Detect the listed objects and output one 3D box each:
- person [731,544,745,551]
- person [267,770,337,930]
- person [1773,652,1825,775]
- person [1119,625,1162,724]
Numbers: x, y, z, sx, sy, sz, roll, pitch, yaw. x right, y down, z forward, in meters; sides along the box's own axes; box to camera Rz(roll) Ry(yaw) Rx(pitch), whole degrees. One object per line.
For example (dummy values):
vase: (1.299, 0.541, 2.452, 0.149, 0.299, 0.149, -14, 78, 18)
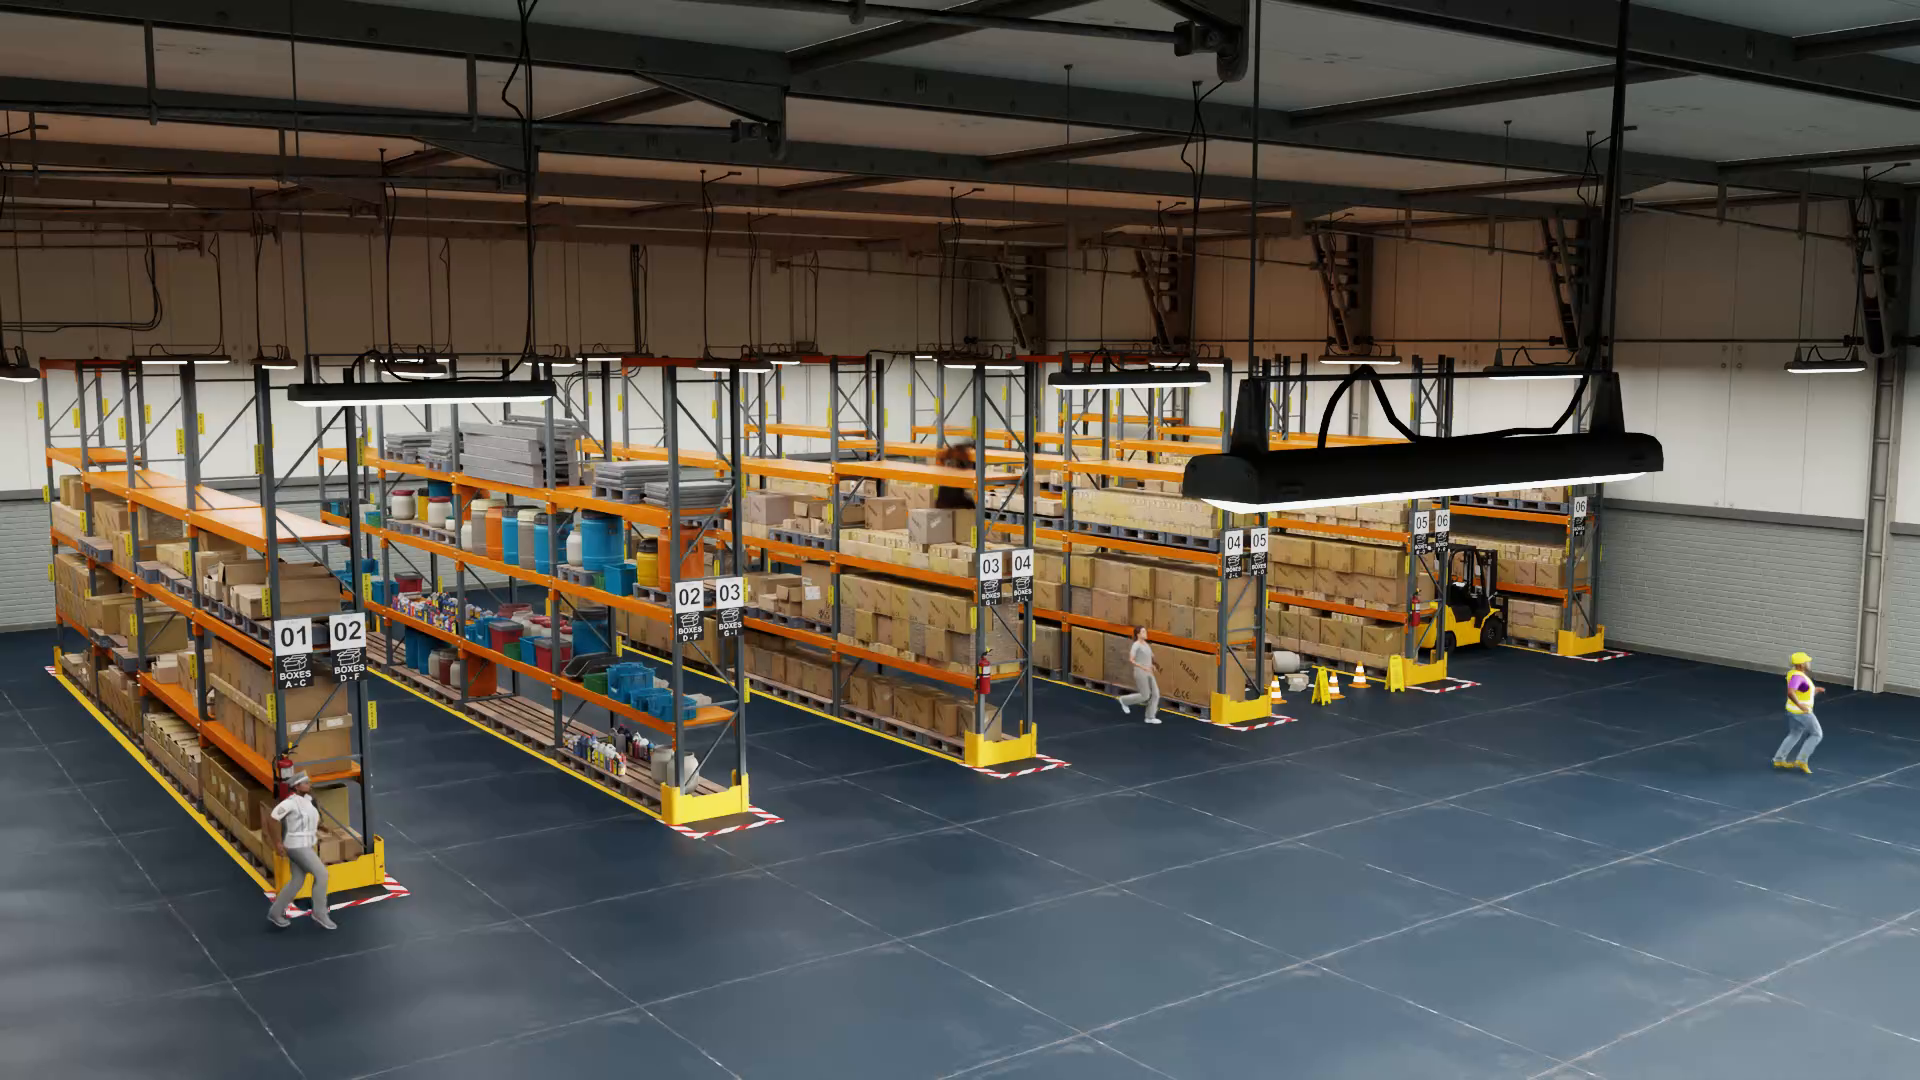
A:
person: (-5.551, 0.486, 41.640, 0.539, 1.710, 0.880, -4, 8, -33)
person: (-7.110, 3.339, 18.013, 0.760, 1.693, 0.576, 0, 7, -1)
person: (12.337, 2.543, 24.372, 0.696, 1.809, 0.674, 1, 7, 7)
person: (3.018, 2.226, 27.554, 0.768, 1.601, 0.564, 5, 8, 35)
